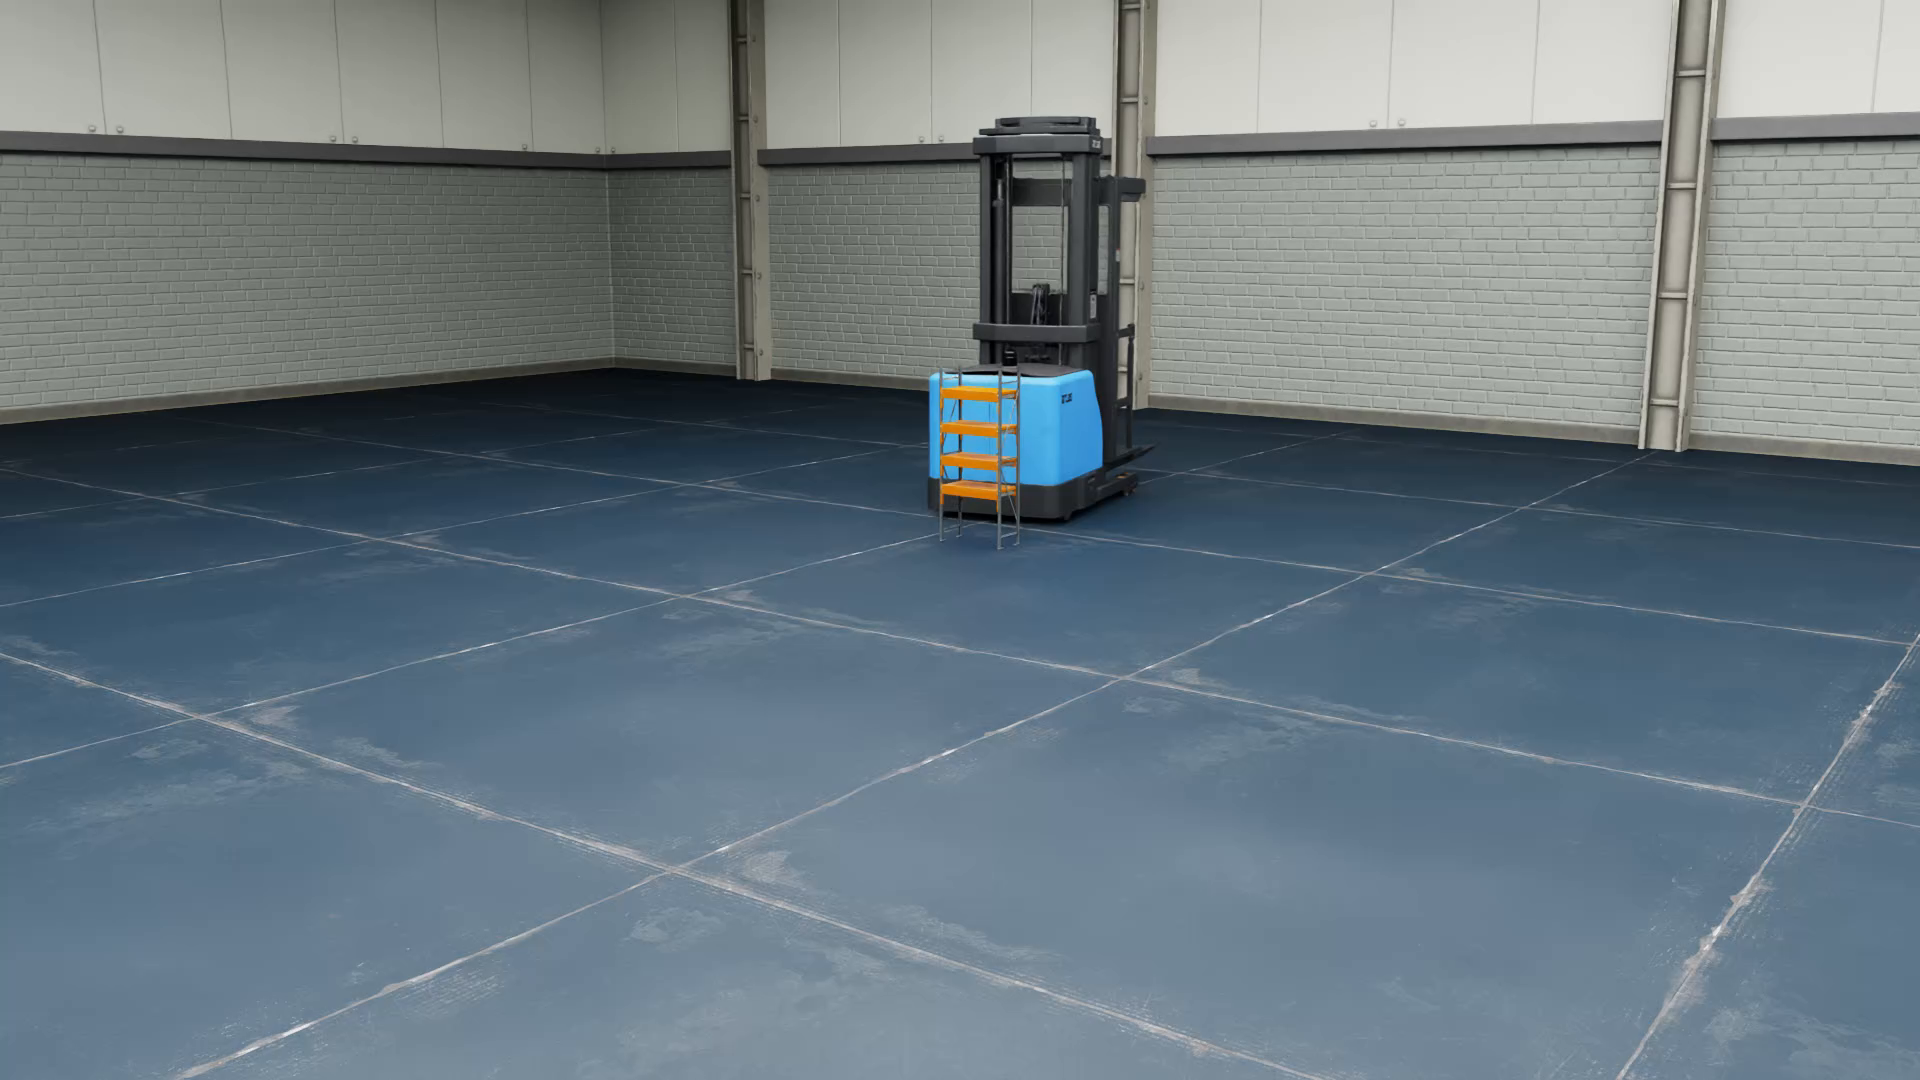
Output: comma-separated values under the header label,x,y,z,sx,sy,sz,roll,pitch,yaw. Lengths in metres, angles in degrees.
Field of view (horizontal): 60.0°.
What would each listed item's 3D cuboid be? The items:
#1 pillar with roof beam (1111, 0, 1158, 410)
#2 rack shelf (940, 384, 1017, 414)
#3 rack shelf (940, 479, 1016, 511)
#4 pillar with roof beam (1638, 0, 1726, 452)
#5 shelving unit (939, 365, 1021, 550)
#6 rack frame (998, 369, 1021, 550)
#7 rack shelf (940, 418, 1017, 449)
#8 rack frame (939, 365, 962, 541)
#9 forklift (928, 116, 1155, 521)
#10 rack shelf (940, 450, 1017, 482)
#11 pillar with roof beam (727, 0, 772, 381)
label,x,y,z,sx,sy,sz,roll,pitch,yaw
pillar with roof beam,-0.567,-5.322,15.345,0.400,9.000,9.100,8,13,36
rack shelf,0.133,-0.956,11.245,0.480,0.148,0.258,8,13,36
rack shelf,0.133,-0.309,11.370,0.480,0.148,0.258,8,13,36
pillar with roof beam,4.269,-4.647,11.858,0.400,9.000,9.100,8,13,36
shelving unit,0.133,-0.570,11.320,0.503,1.200,0.258,8,13,36
rack frame,0.330,-0.543,11.178,0.015,1.200,0.240,8,13,36
rack shelf,0.133,-0.724,11.290,0.480,0.148,0.258,8,13,36
rack frame,-0.063,-0.598,11.461,0.015,1.200,0.240,8,13,36
forklift,0.810,-1.818,13.213,1.130,2.935,3.031,5,12,23
rack shelf,0.133,-0.504,11.332,0.480,0.148,0.258,8,13,36
pillar with roof beam,-5.403,-5.996,18.832,0.400,9.000,9.100,8,13,36
